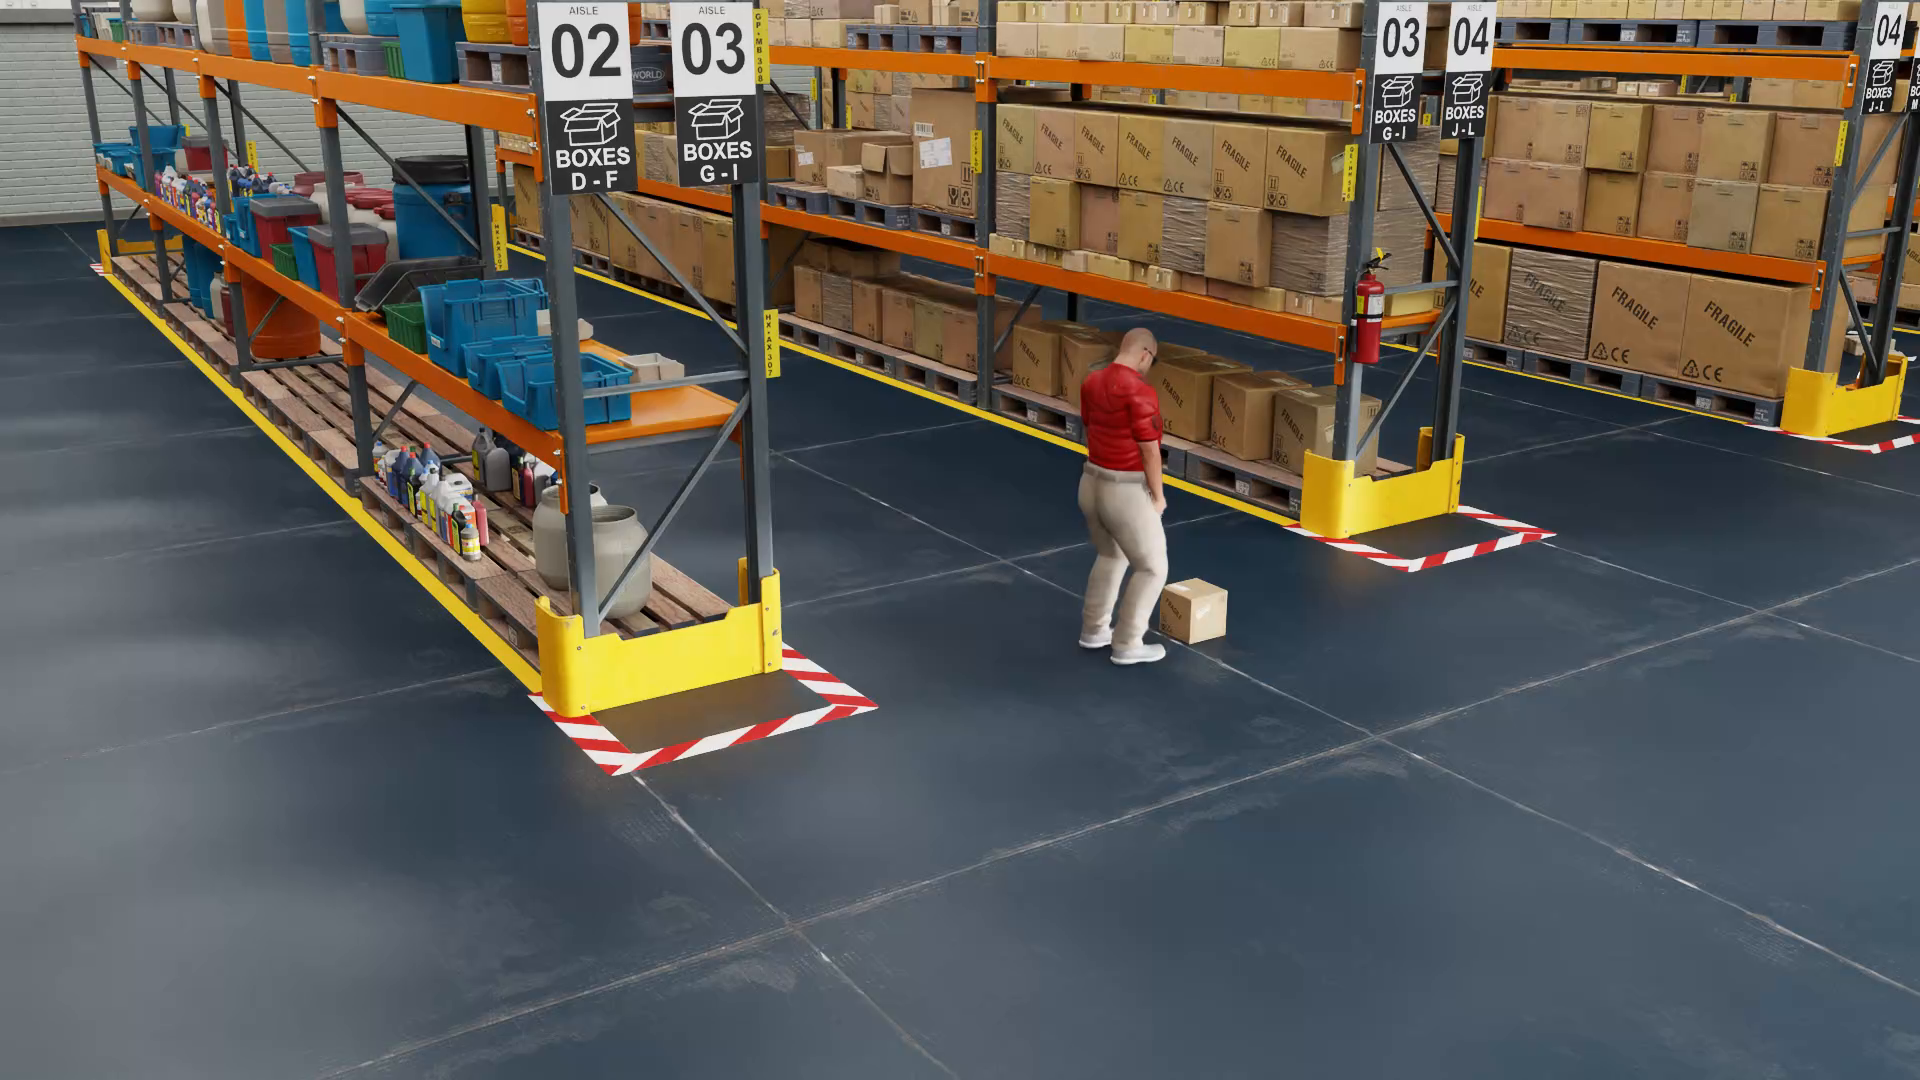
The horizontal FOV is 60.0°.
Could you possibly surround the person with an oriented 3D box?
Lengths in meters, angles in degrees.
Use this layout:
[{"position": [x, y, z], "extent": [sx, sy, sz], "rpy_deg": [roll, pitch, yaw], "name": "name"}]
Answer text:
[{"position": [0.826, -0.229, 8.376], "extent": [0.364, 1.687, 0.553], "rpy_deg": [-11, 21, -30], "name": "person"}]
